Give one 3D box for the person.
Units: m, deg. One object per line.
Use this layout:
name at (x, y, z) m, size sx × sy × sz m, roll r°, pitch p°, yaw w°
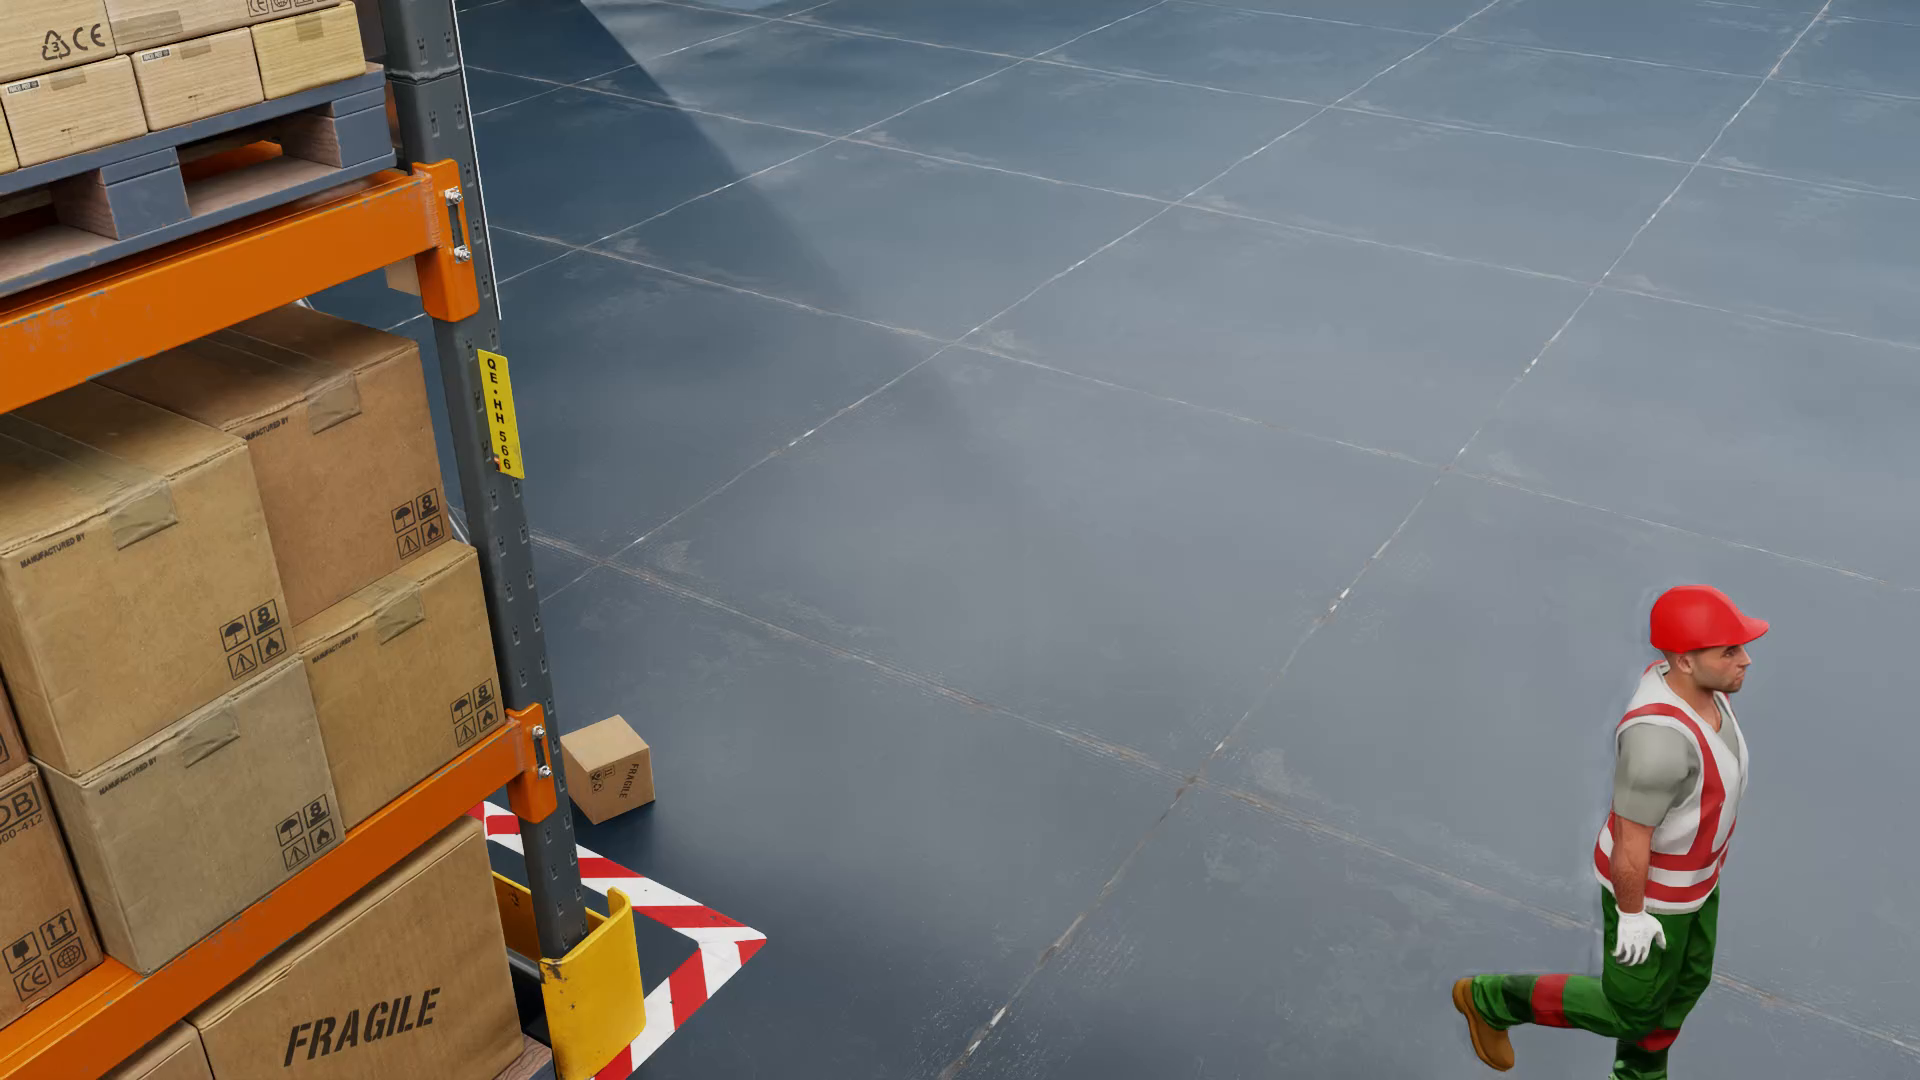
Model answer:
person at (1.846, 0.896, 4.552) m, size 0.772 × 1.771 × 0.534 m, roll 19°, pitch 35°, yaw 29°
